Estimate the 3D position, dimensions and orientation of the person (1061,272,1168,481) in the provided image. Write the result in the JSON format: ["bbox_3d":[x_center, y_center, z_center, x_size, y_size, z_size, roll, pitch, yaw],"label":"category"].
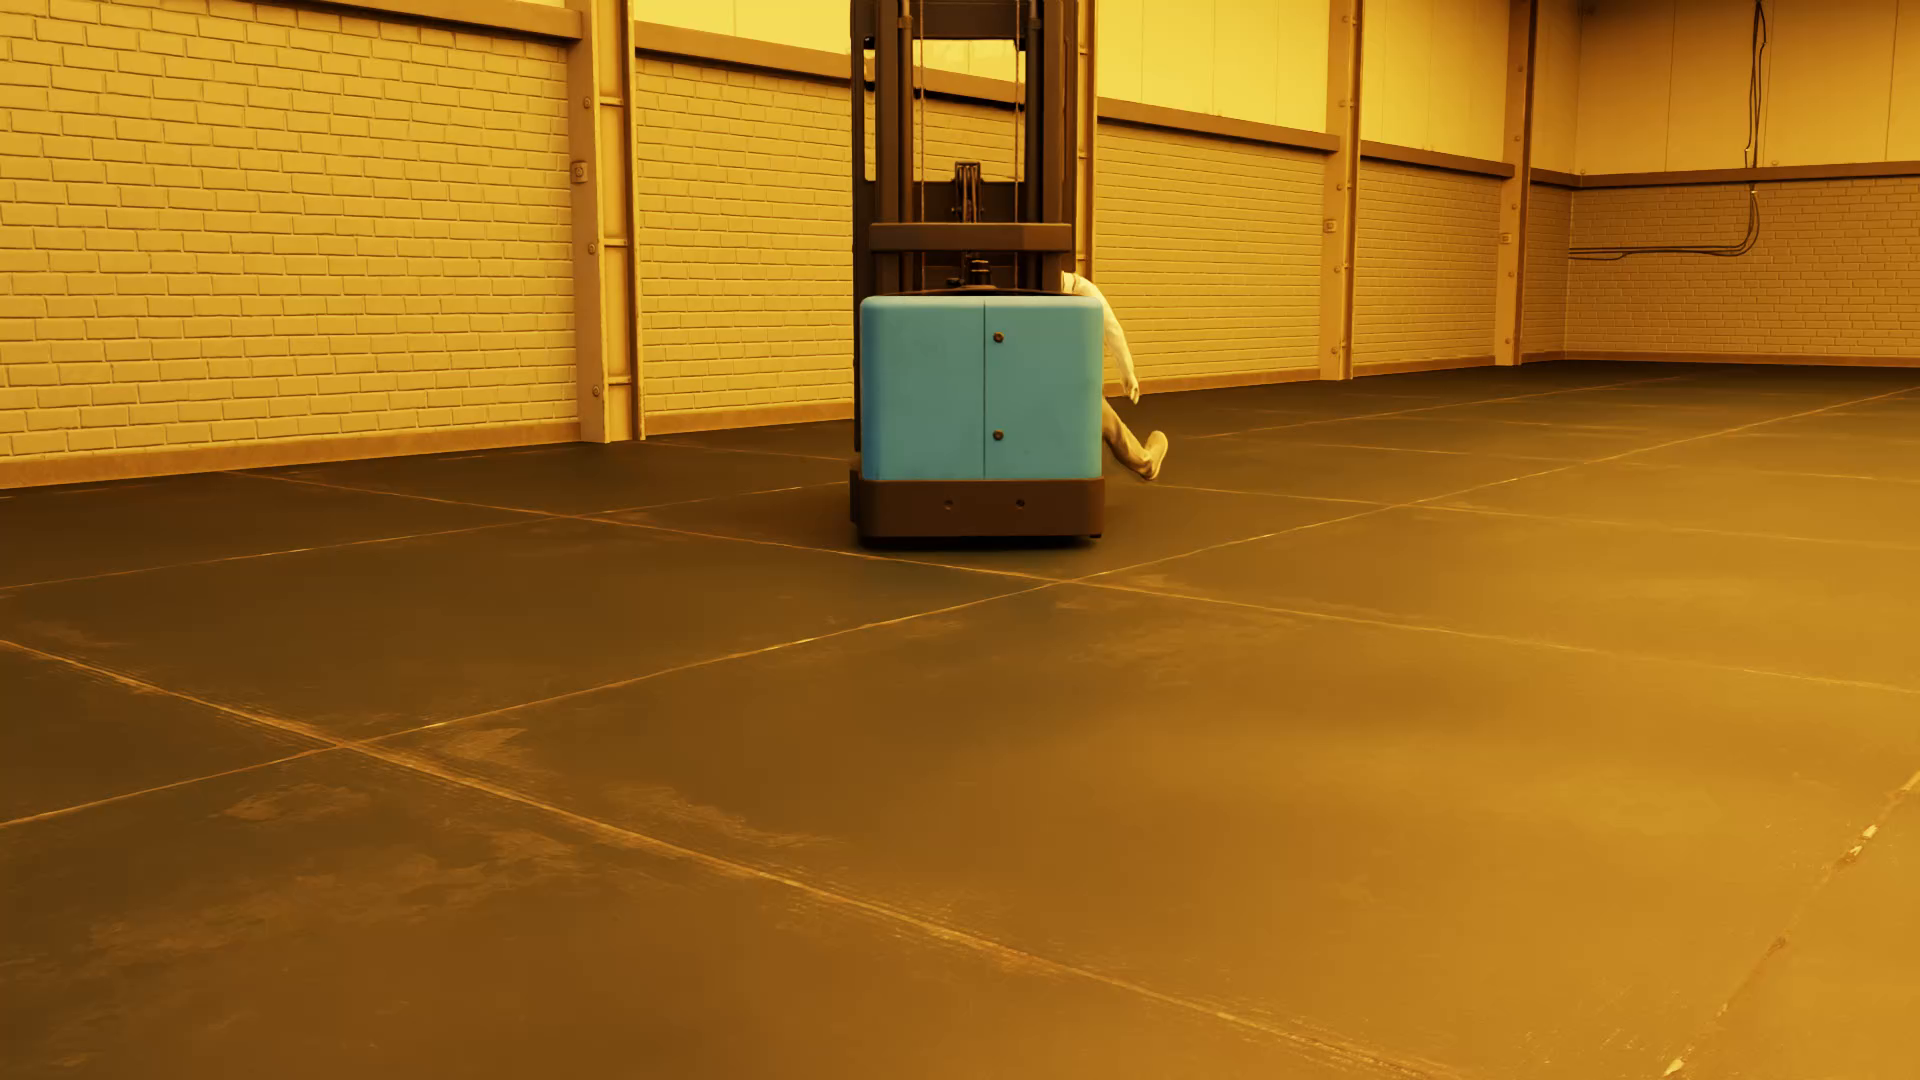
[{"bbox_3d":[0.458,-0.851,8.345,0.986,1.368,1.135,4,9,26],"label":"person"}]

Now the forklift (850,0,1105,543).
[{"bbox_3d":[0.004,-1.613,8.304,1.130,2.935,3.031,-1,8,-4],"label":"forklift"}]
